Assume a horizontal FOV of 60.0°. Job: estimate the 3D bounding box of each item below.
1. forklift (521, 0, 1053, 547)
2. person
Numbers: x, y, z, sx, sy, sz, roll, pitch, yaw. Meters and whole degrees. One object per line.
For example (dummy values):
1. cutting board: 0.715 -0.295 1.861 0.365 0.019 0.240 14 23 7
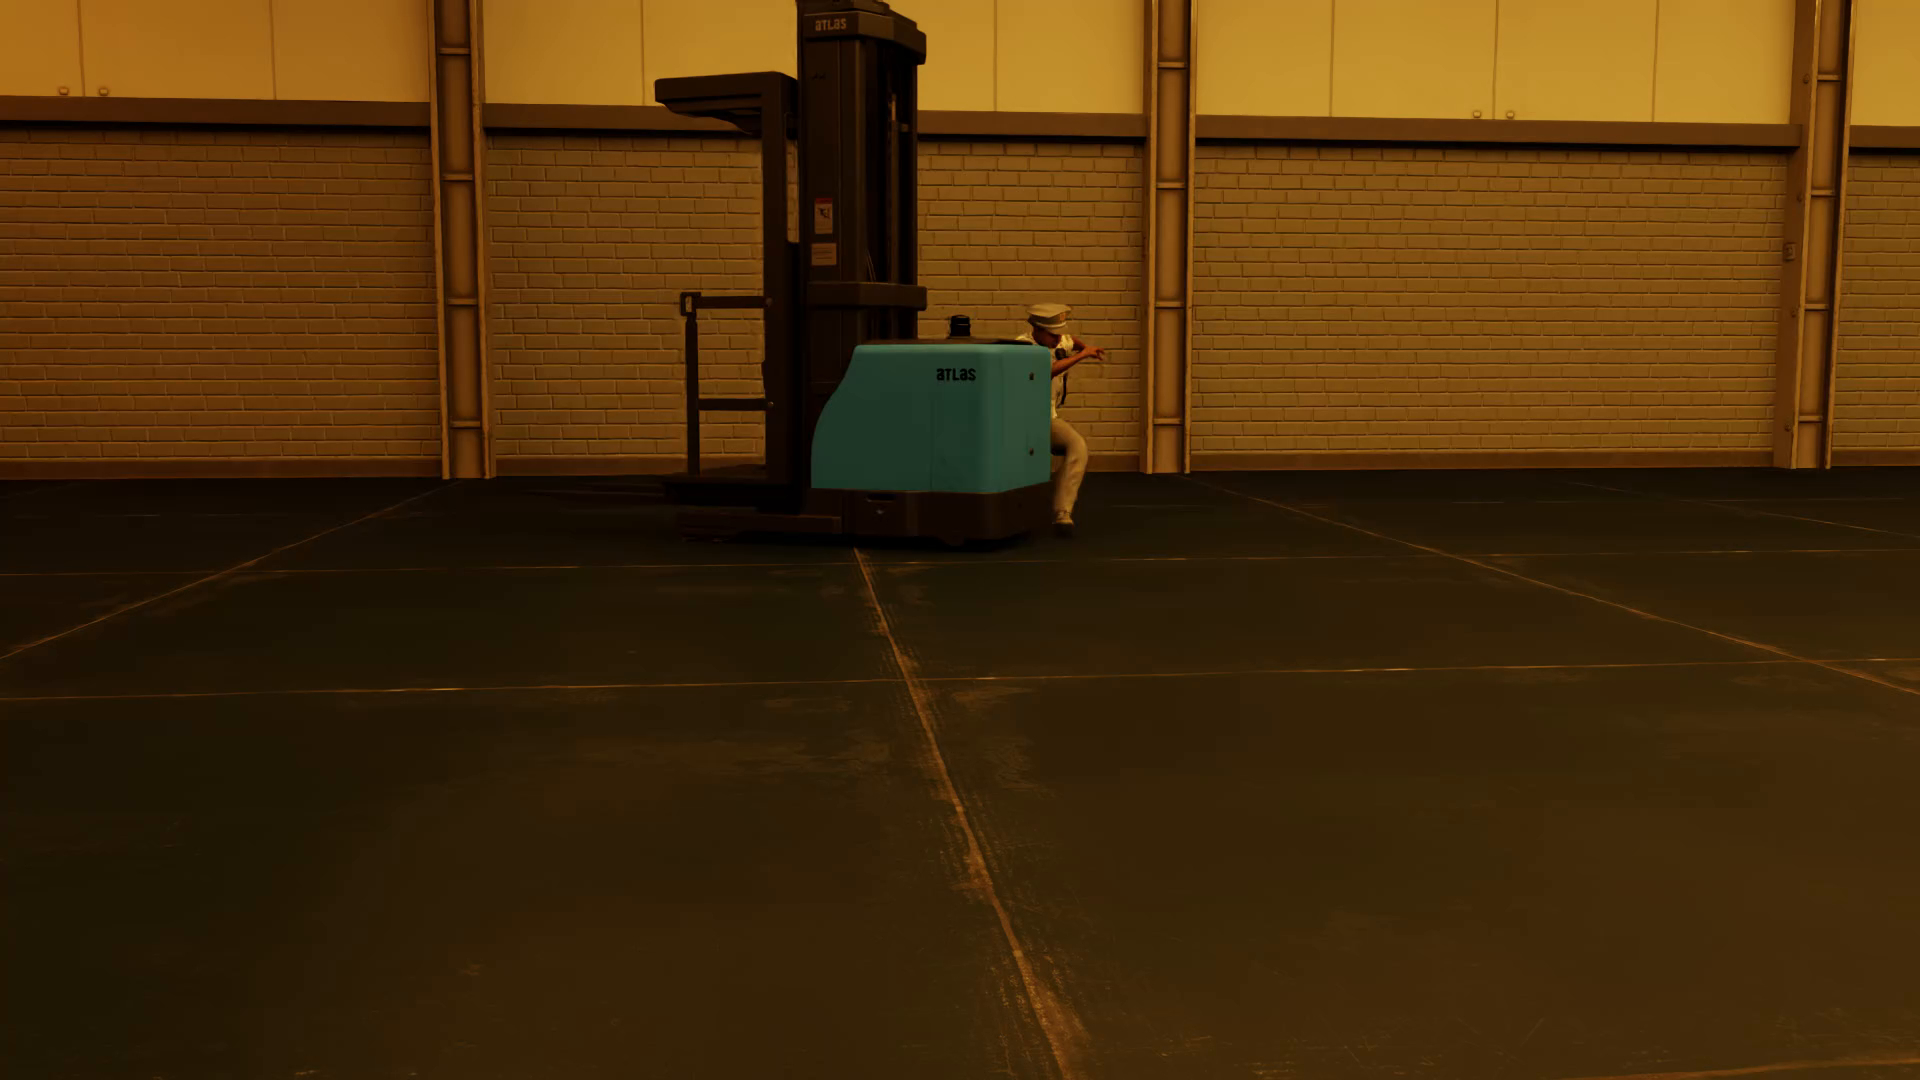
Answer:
1. forklift: -1.045 -1.494 9.410 3.031 2.935 1.130 2 7 20
2. person: 0.620 -0.724 9.890 1.224 1.366 0.803 -5 8 -37
